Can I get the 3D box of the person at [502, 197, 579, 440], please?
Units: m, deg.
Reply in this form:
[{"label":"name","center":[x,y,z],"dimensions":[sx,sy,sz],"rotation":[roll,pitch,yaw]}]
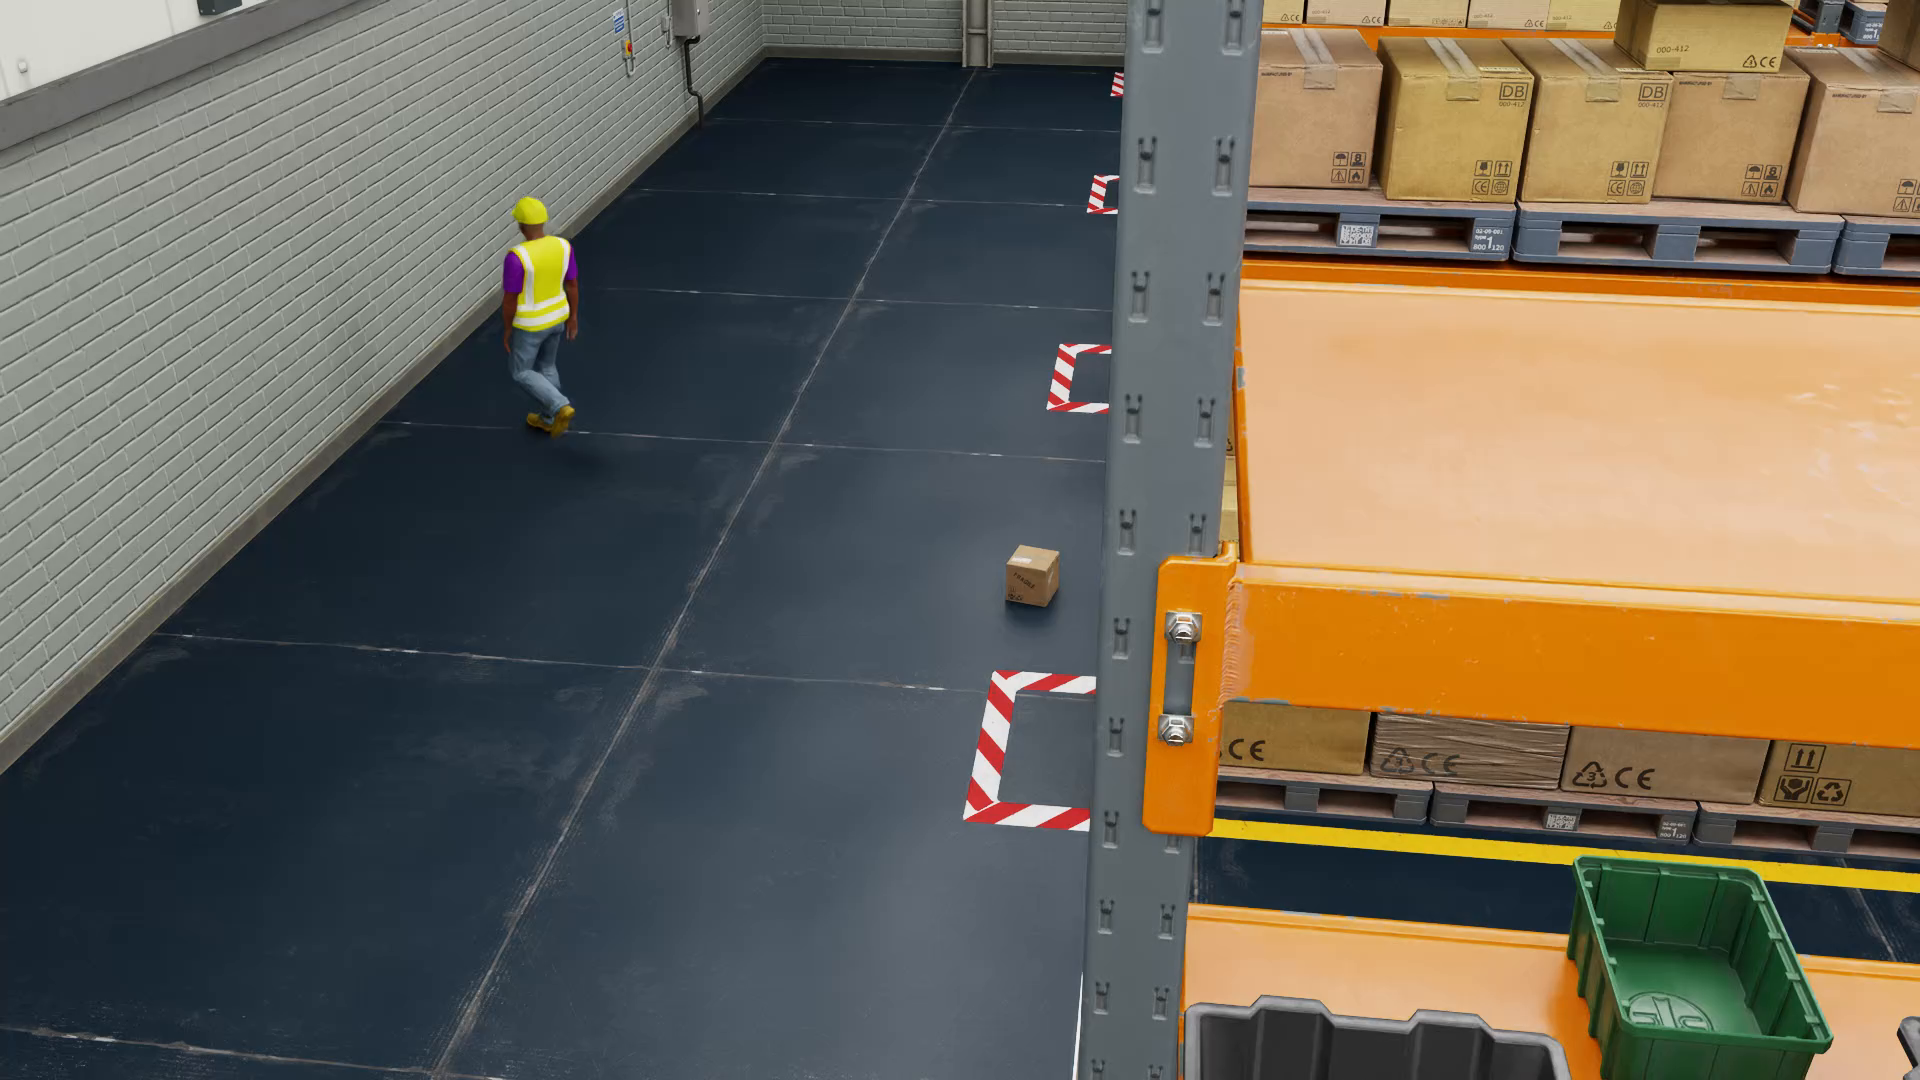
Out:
[{"label":"person","center":[-2.903,-1.520,11.519],"dimensions":[0.702,1.749,0.577],"rotation":[21,35,34]}]
